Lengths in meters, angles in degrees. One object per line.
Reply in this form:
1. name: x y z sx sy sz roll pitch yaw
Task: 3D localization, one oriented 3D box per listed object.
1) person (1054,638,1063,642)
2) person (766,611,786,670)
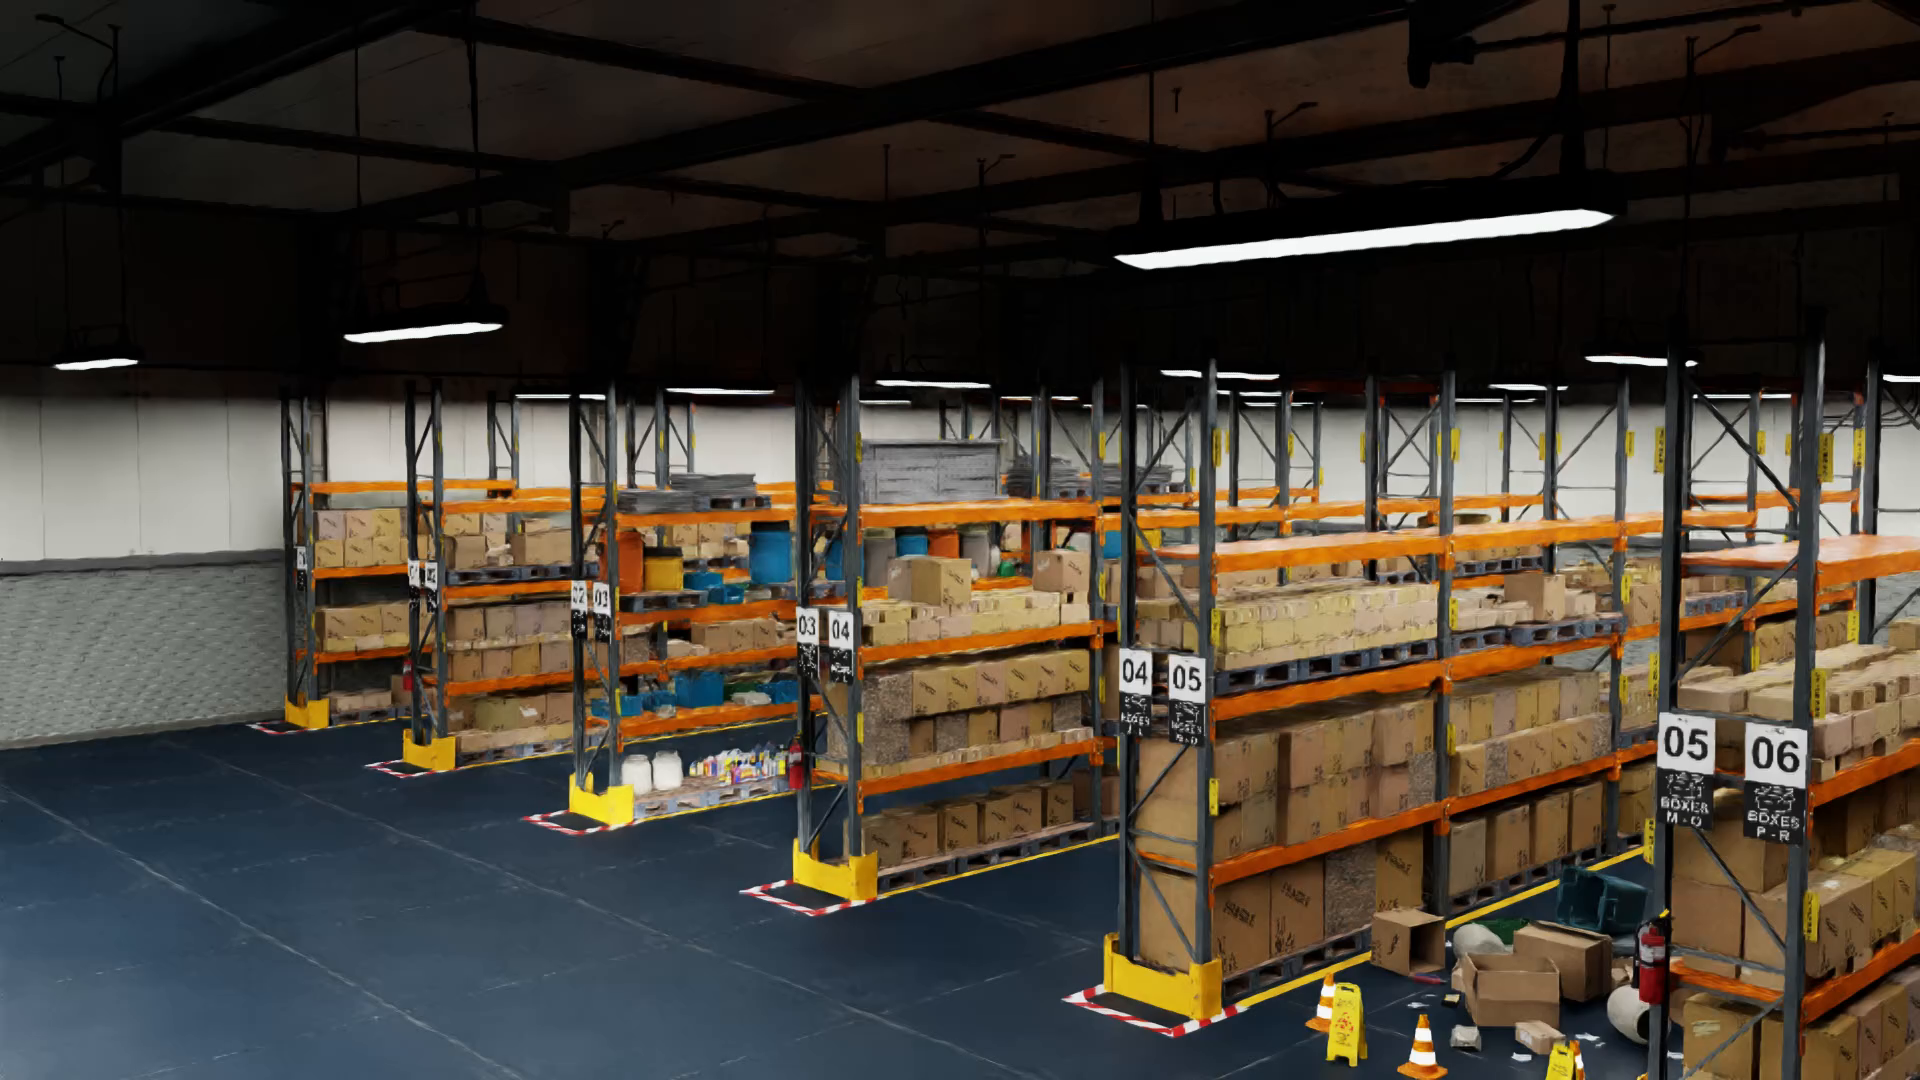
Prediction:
1. person: 1.884 2.373 30.944 0.488 1.590 1.079 4 5 44
2. person: -3.683 2.213 33.664 0.598 1.619 0.507 4 5 44
